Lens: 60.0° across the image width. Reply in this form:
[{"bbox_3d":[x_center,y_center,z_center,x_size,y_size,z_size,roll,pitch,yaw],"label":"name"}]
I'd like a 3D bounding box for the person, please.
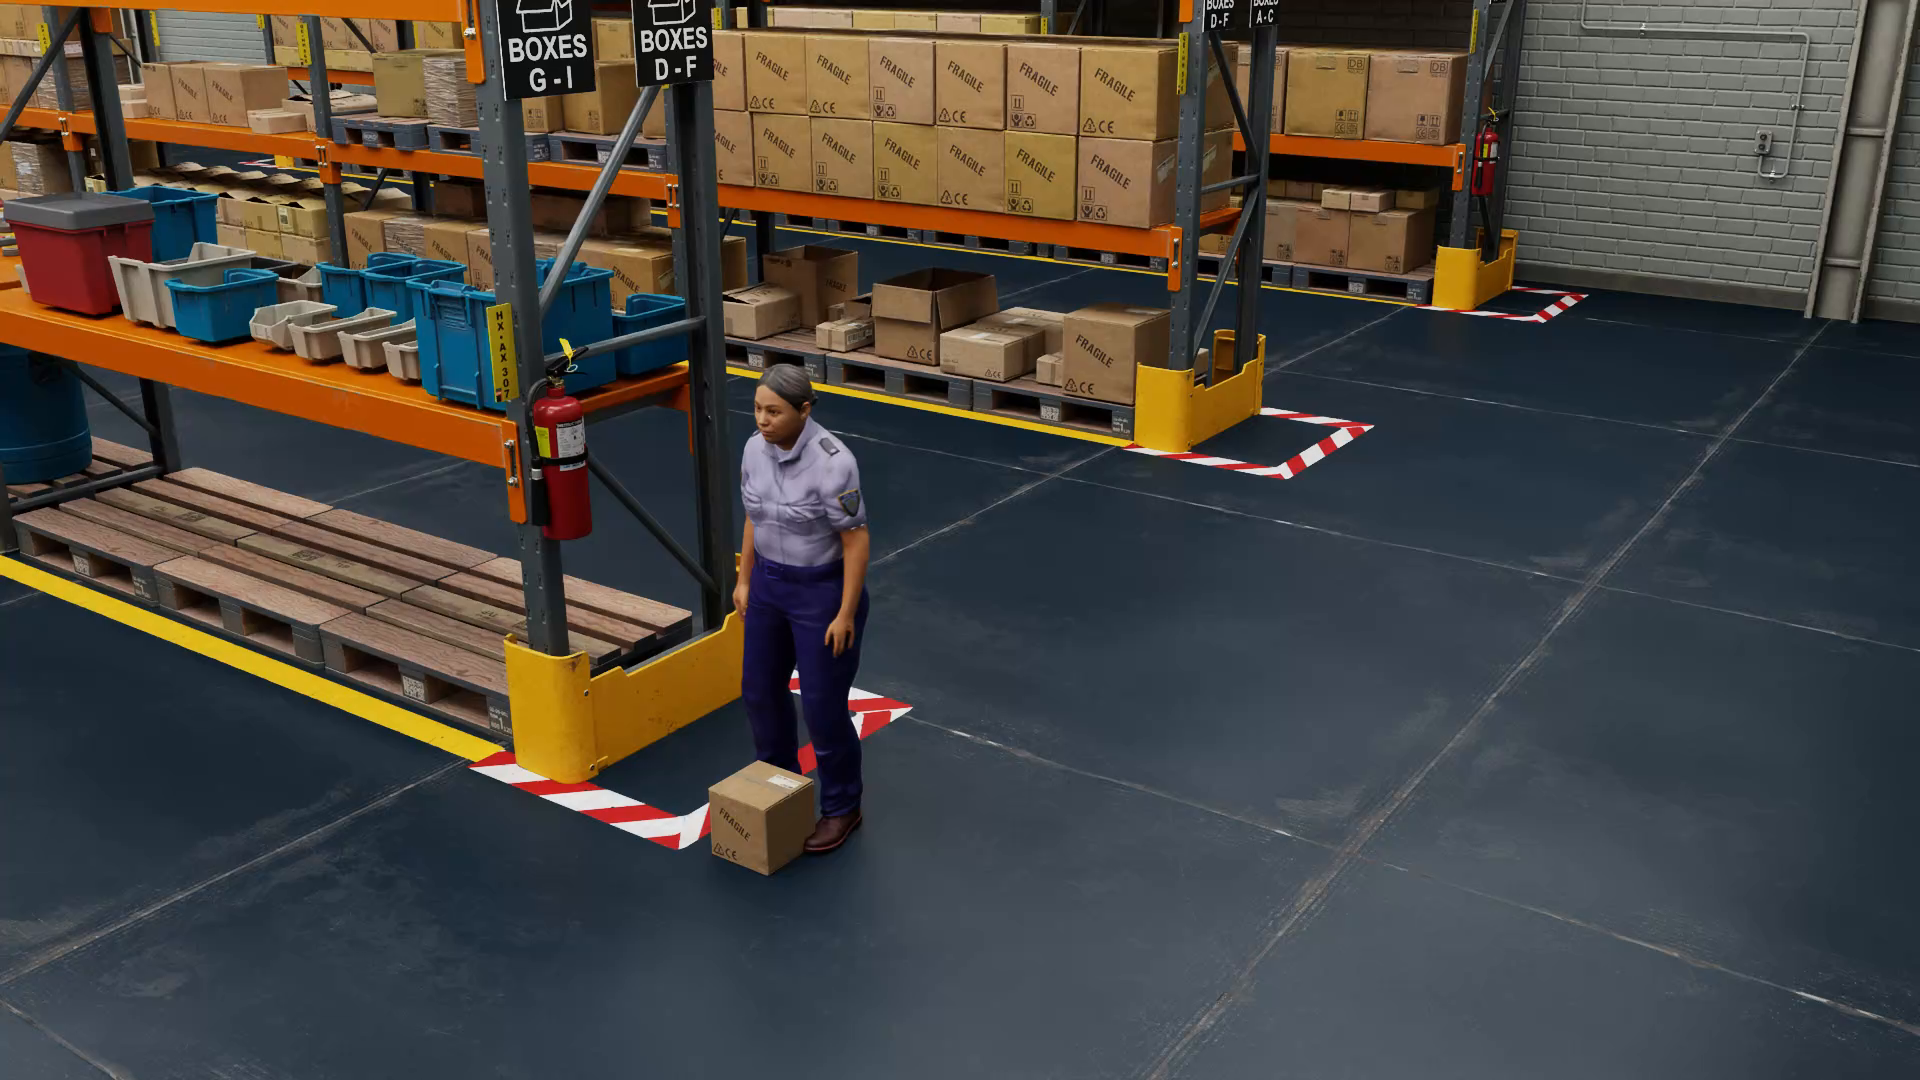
[{"bbox_3d":[-0.530,0.210,5.525,0.539,1.639,0.370,15,25,36],"label":"person"}]
